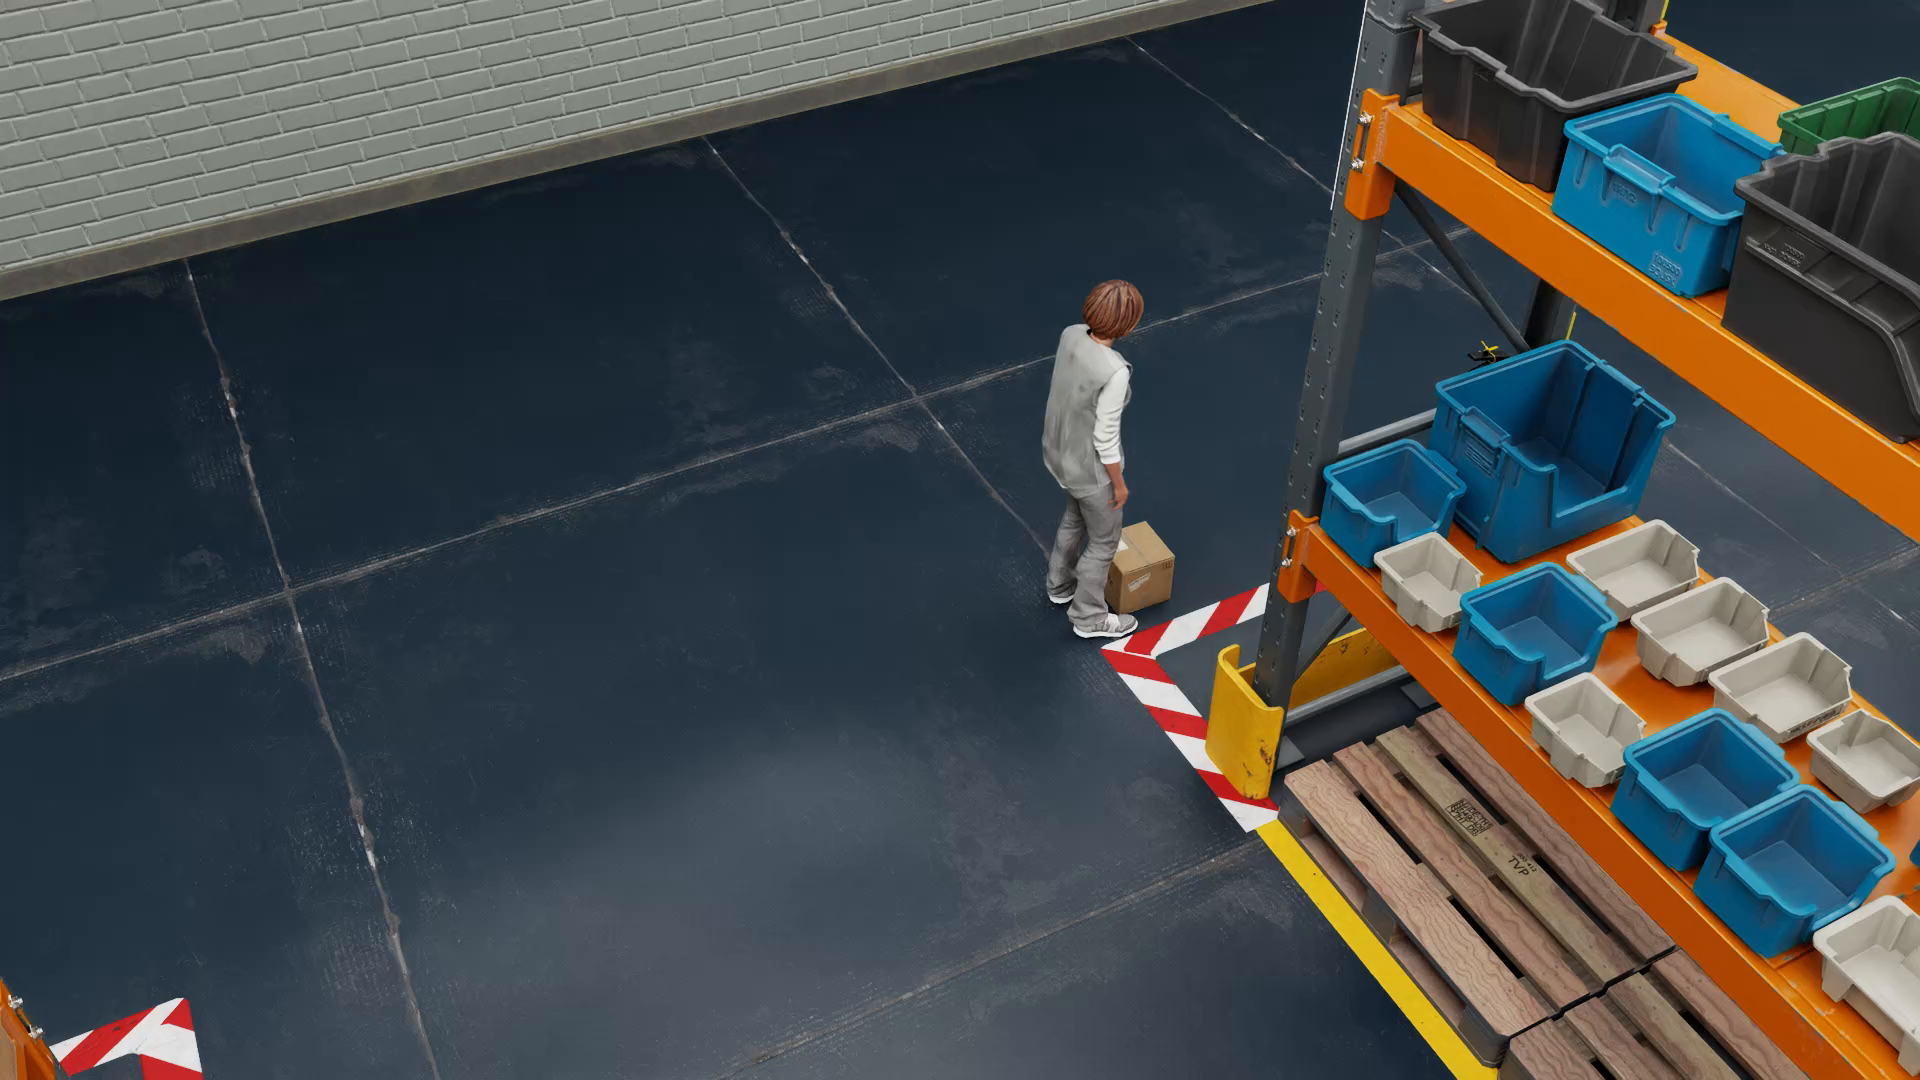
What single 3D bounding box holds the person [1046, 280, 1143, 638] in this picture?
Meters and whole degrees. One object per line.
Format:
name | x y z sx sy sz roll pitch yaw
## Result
person | 0.523 -0.306 6.509 0.317 1.593 0.449 -17 44 -18
